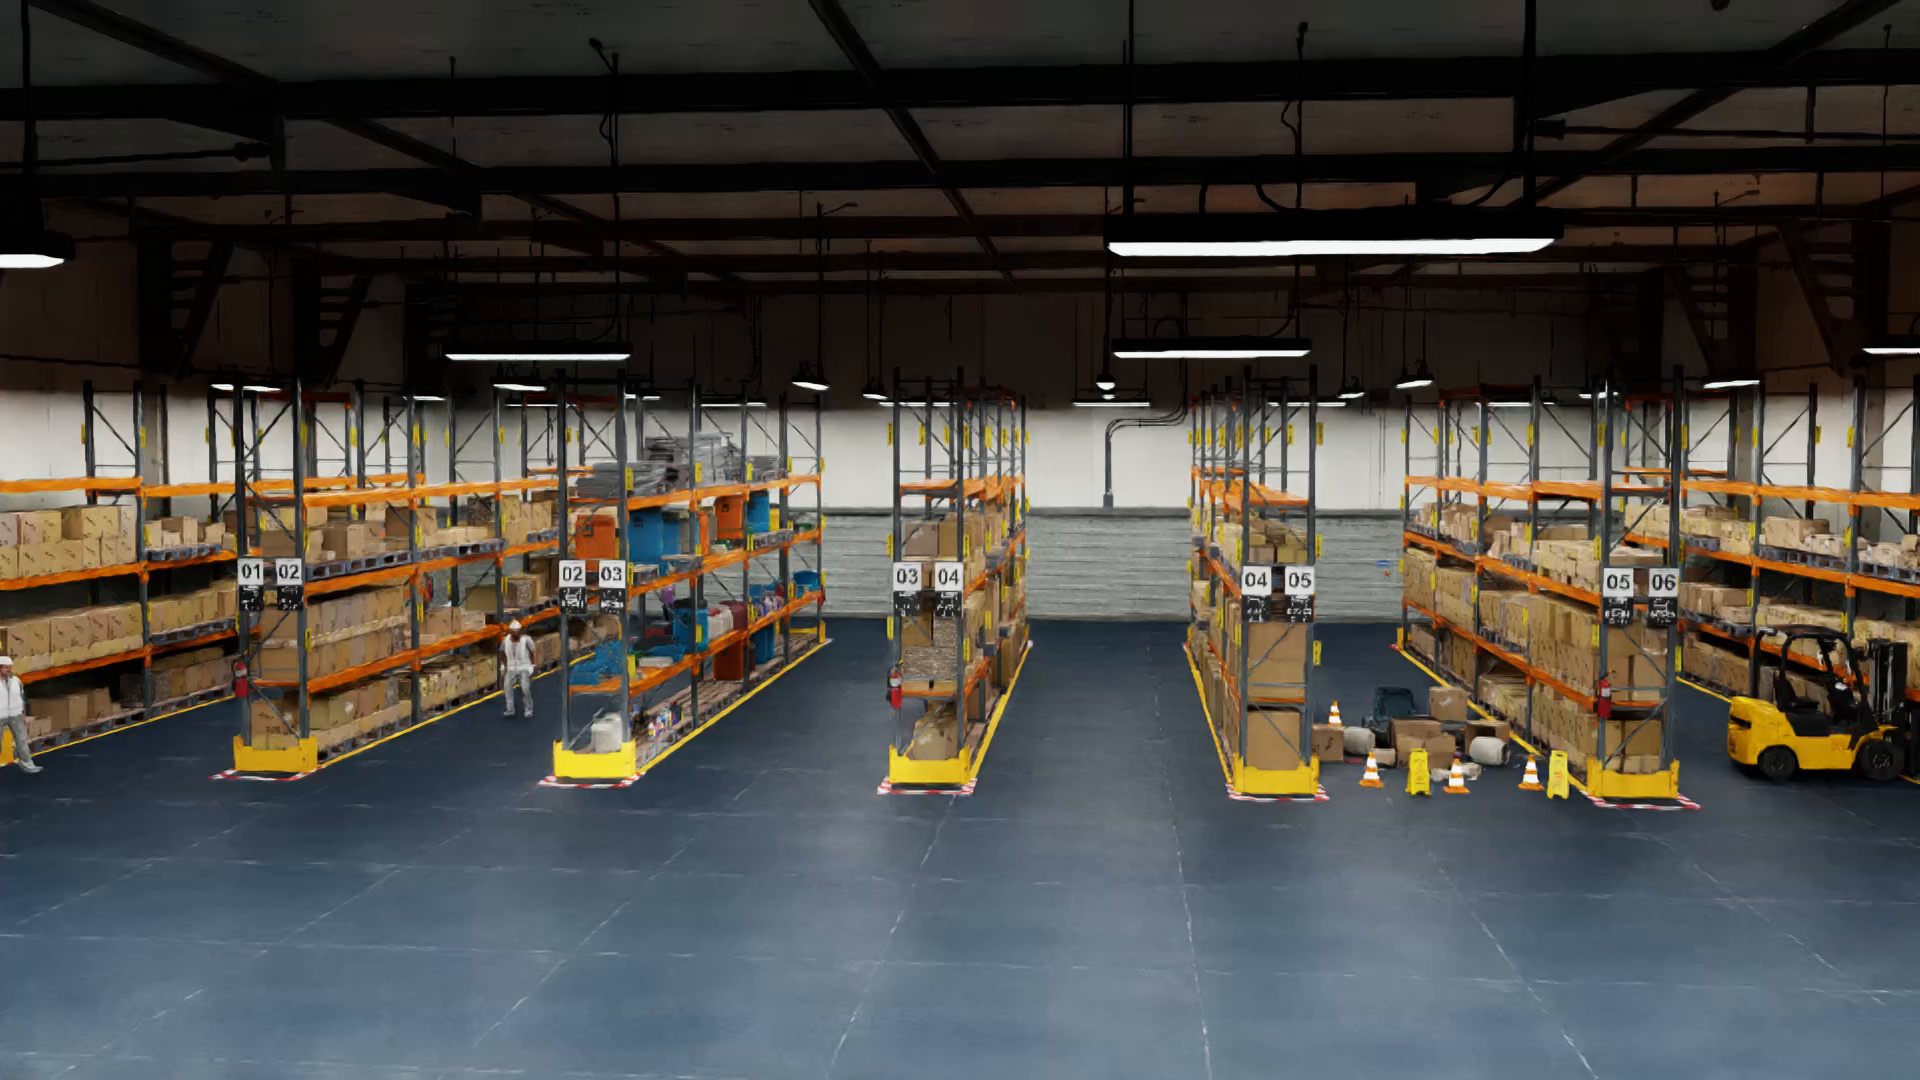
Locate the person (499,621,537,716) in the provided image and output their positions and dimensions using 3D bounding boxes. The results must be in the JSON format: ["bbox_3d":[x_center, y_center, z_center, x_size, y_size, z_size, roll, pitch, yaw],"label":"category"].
[{"bbox_3d":[-7.900,2.300,29.678,0.702,1.734,0.548,0,4,4],"label":"person"}]

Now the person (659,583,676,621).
[{"bbox_3d":[-7.449,1.589,42.390,0.411,1.534,0.956,0,4,-3],"label":"person"}]

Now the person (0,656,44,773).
[{"bbox_3d":[-14.043,2.581,24.556,0.565,1.762,0.733,3,5,43],"label":"person"}]

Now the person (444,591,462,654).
[{"bbox_3d":[-10.958,1.930,35.916,0.543,1.655,0.573,3,5,38],"label":"person"}]
